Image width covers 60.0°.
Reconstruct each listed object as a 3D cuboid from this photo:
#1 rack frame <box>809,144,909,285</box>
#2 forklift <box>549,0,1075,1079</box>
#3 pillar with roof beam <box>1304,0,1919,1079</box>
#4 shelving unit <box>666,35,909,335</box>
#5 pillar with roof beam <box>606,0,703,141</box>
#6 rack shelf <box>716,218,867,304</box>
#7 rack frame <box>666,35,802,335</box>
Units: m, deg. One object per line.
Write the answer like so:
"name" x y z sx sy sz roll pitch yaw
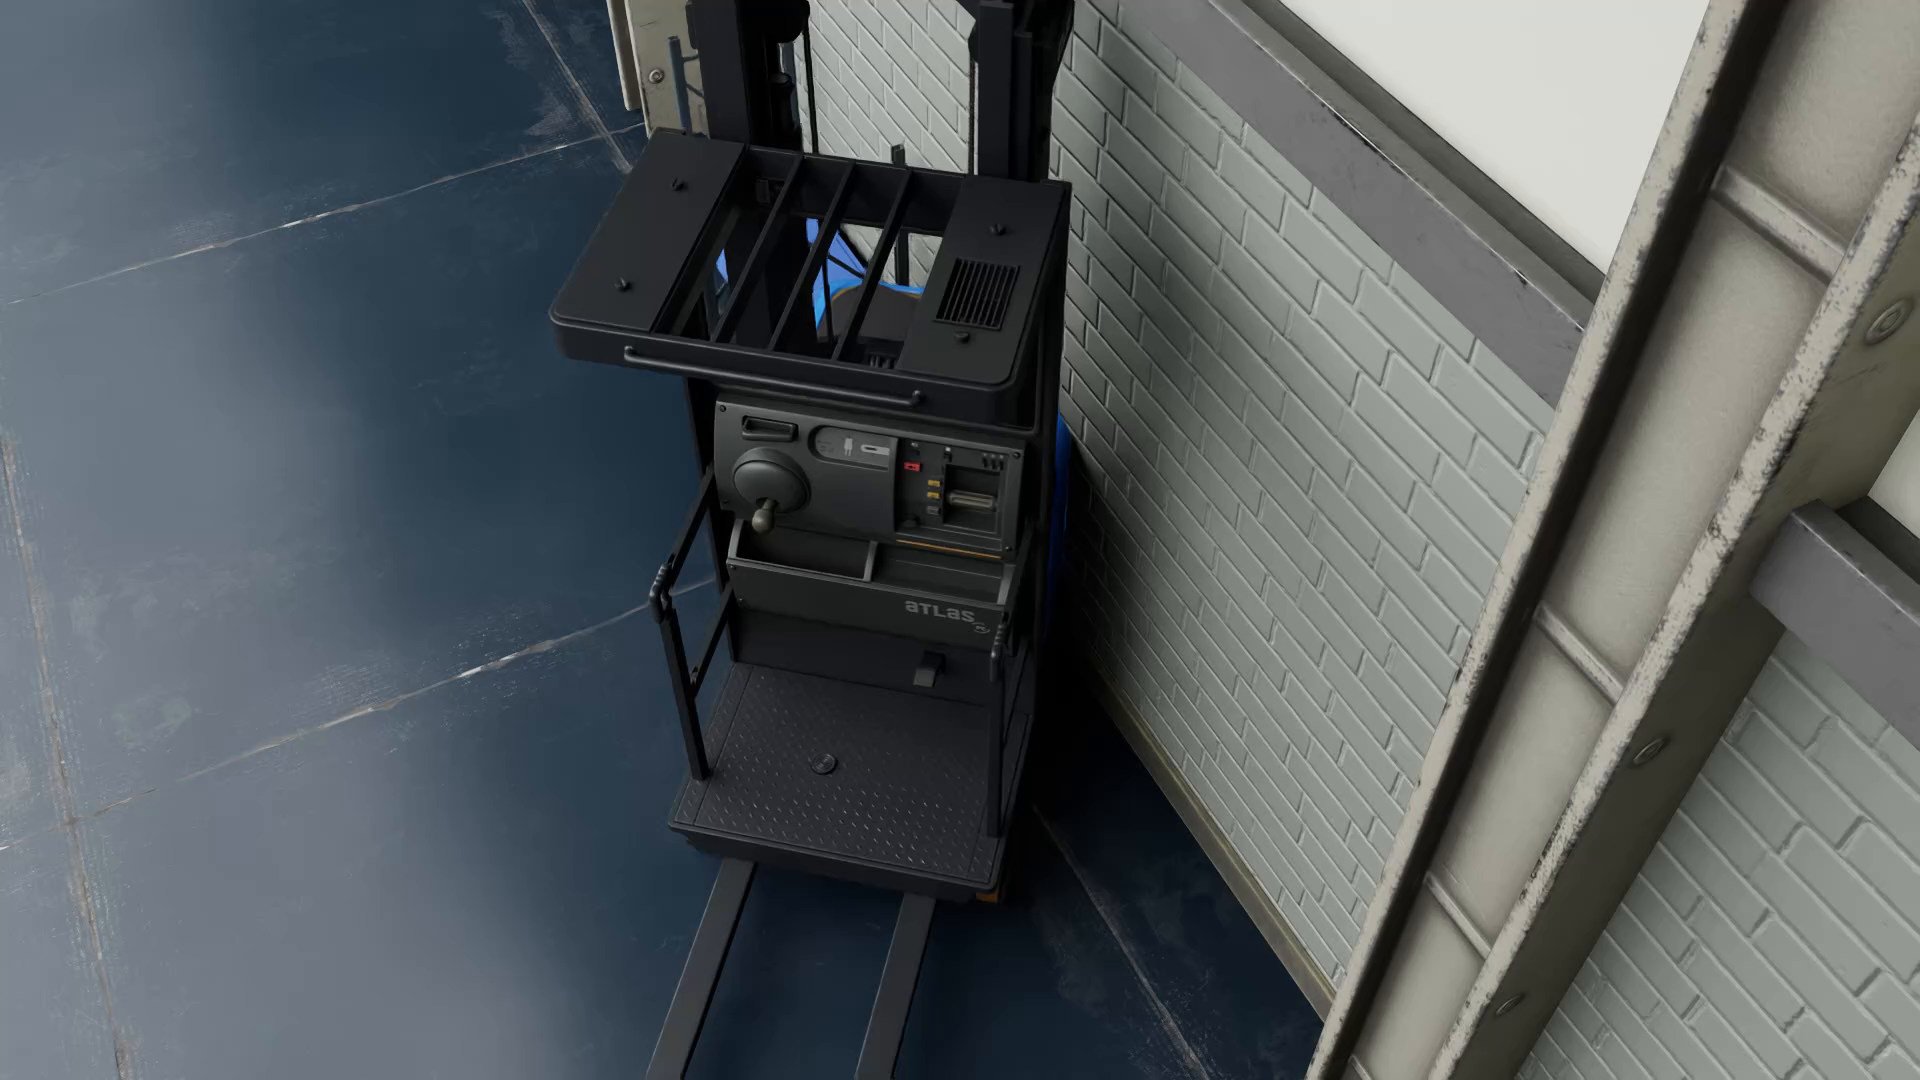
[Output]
"rack frame" -0.422 -0.811 6.356 0.500 1.500 0.032 -21 52 -18
"forklift" -0.318 -0.071 4.758 1.130 2.935 3.031 10 50 8
"pillar with roof beam" -2.591 0.364 0.346 9.100 9.000 0.400 -21 52 -18
"shelving unit" -0.655 -1.151 6.653 0.538 1.500 1.048 -21 52 -18
"pillar with roof beam" -5.337 -3.652 3.858 9.100 9.000 0.400 -21 52 -18
"rack shelf" -0.655 -1.033 6.789 0.538 0.185 1.000 -21 52 -18
"rack frame" -0.888 -1.492 6.951 0.500 1.500 0.032 -21 52 -18
